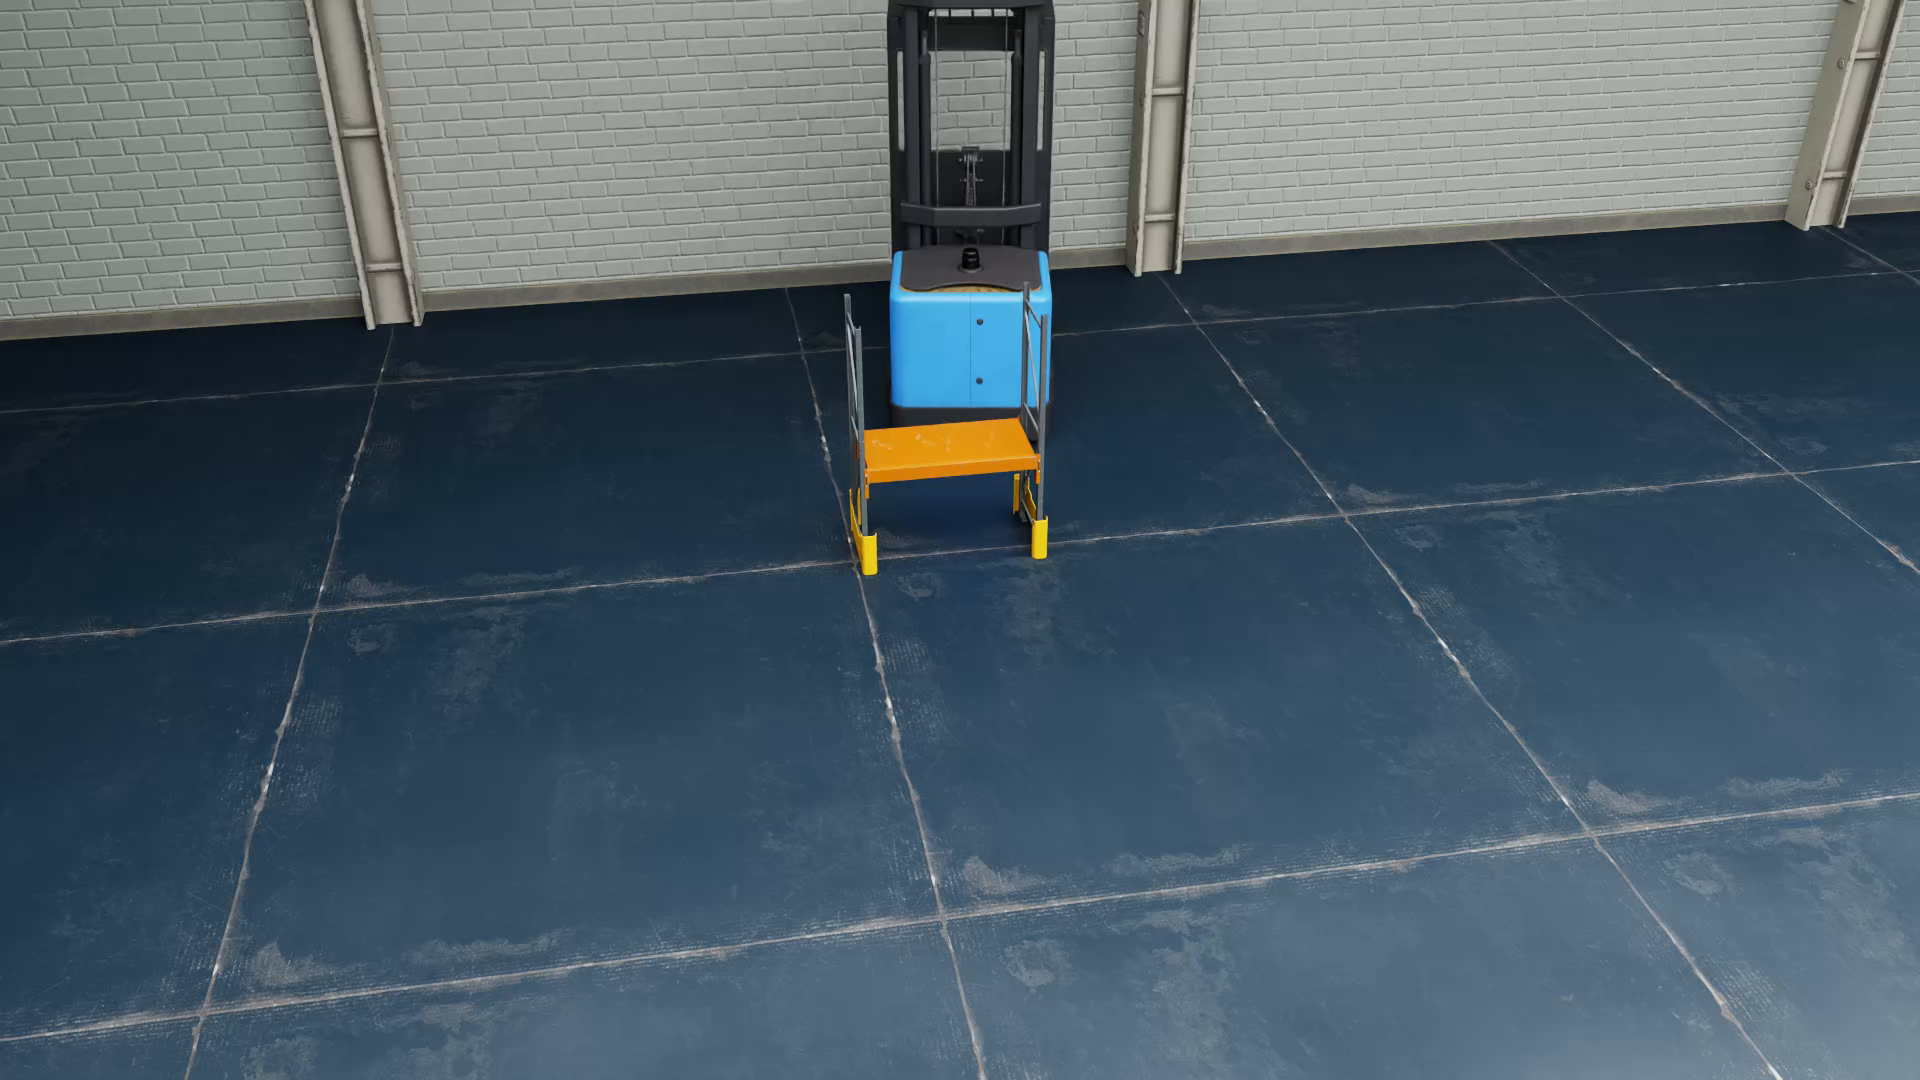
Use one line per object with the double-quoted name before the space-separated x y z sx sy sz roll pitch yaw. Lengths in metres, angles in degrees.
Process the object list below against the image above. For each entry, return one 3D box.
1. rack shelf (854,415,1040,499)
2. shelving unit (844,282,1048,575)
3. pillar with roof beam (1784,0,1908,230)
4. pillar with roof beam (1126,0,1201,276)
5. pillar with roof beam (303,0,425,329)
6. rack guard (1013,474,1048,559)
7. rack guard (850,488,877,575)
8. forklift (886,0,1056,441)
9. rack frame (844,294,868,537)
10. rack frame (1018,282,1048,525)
"rack shelf" -0.084 -0.484 9.562 1.000 0.185 0.538 -5 31 -9
"shelving unit" -0.075 -0.640 9.472 1.083 1.500 0.587 -5 31 -9
"pillar with roof beam" 8.263 -4.516 8.666 0.400 9.000 9.100 -5 31 -9
"pillar with roof beam" 2.361 -3.968 7.734 0.400 9.000 9.100 -5 31 -9
"pillar with roof beam" -3.541 -3.420 6.803 0.400 9.000 9.100 -5 31 -9
"rack guard" 0.415 -0.146 9.867 0.087 0.250 0.587 -5 31 -9
"rack guard" -0.565 -0.055 9.712 0.087 0.250 0.587 -5 31 -9
"forklift" 0.071 -2.613 11.417 1.130 2.935 3.031 0 30 0
"rack frame" -0.584 -0.592 9.392 0.032 1.500 0.500 -5 31 -9
"rack frame" 0.416 -0.685 9.550 0.032 1.500 0.500 -5 31 -9
